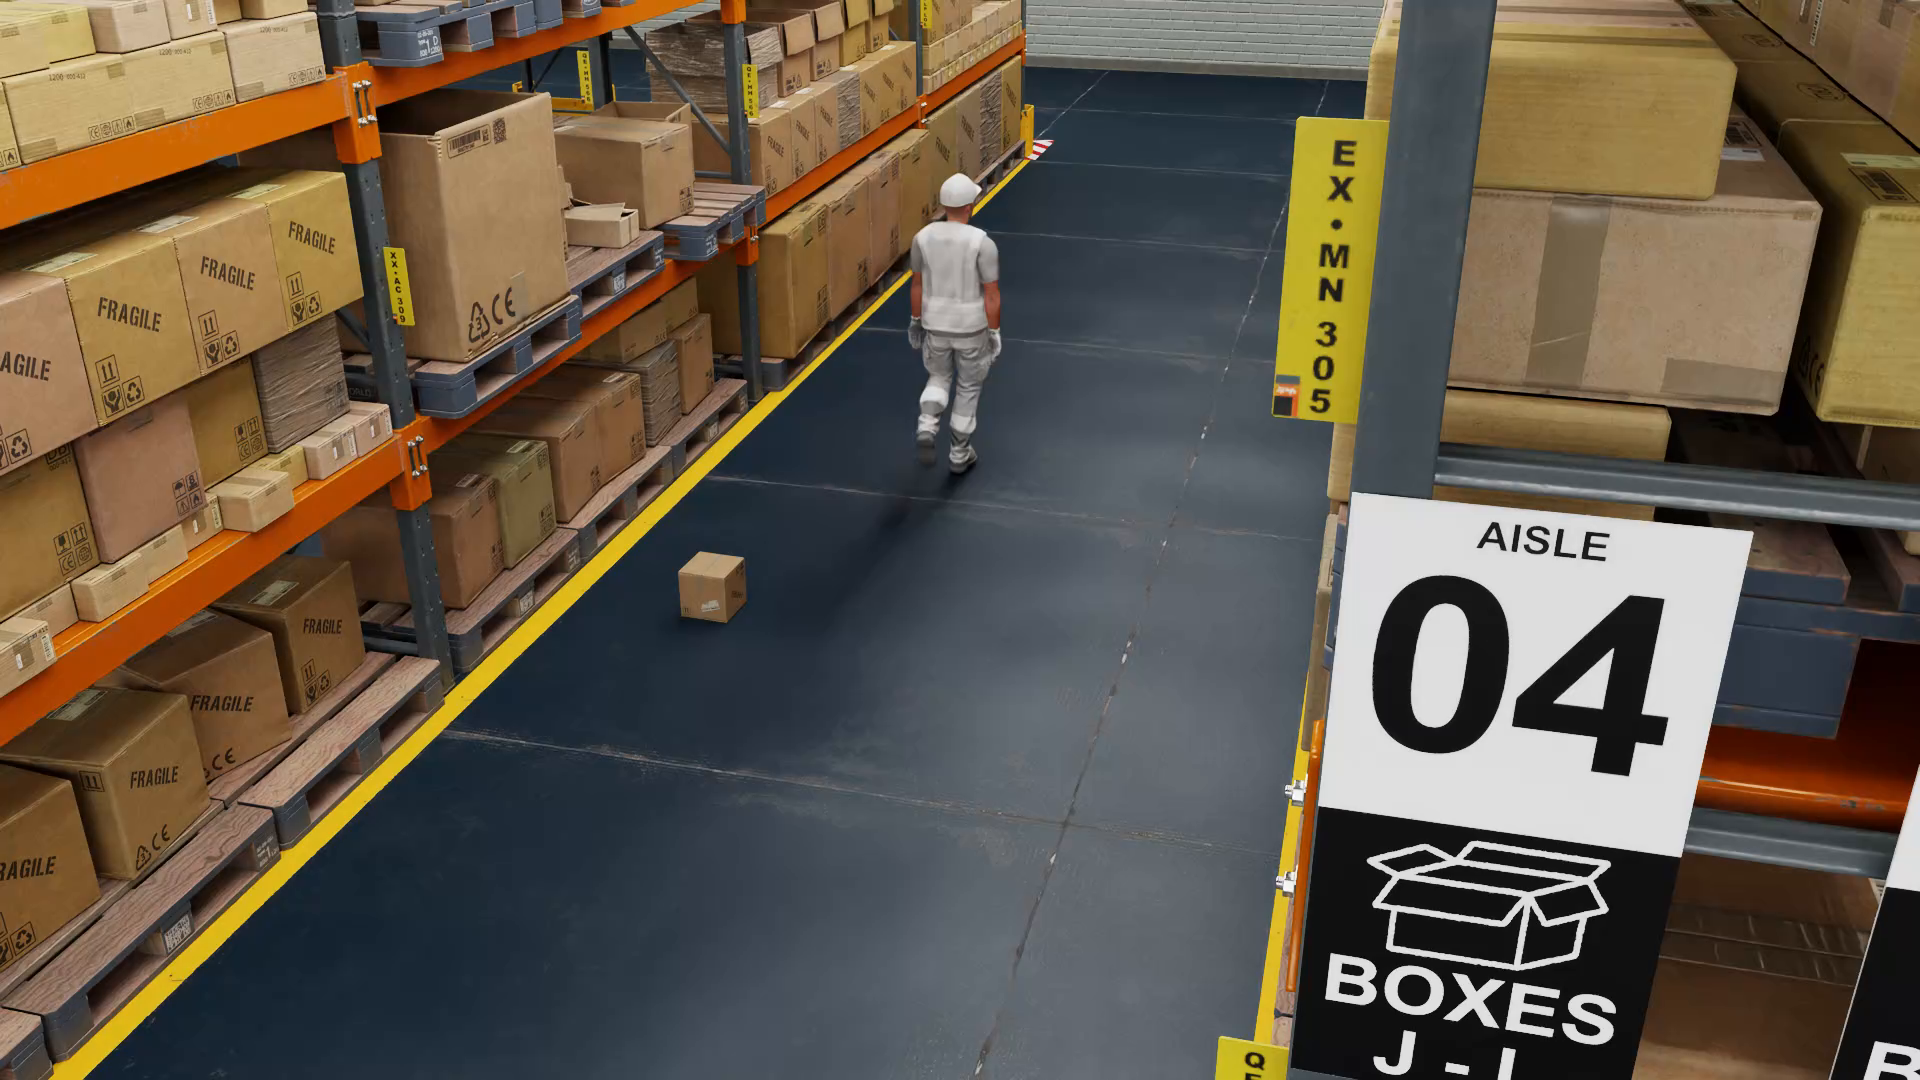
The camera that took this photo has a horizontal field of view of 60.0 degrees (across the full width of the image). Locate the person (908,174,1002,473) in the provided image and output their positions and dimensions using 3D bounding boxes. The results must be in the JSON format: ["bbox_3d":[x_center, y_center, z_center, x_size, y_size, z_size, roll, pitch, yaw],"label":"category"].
[{"bbox_3d":[-0.039,-1.221,9.625,0.588,1.781,0.547,9,27,19],"label":"person"}]
